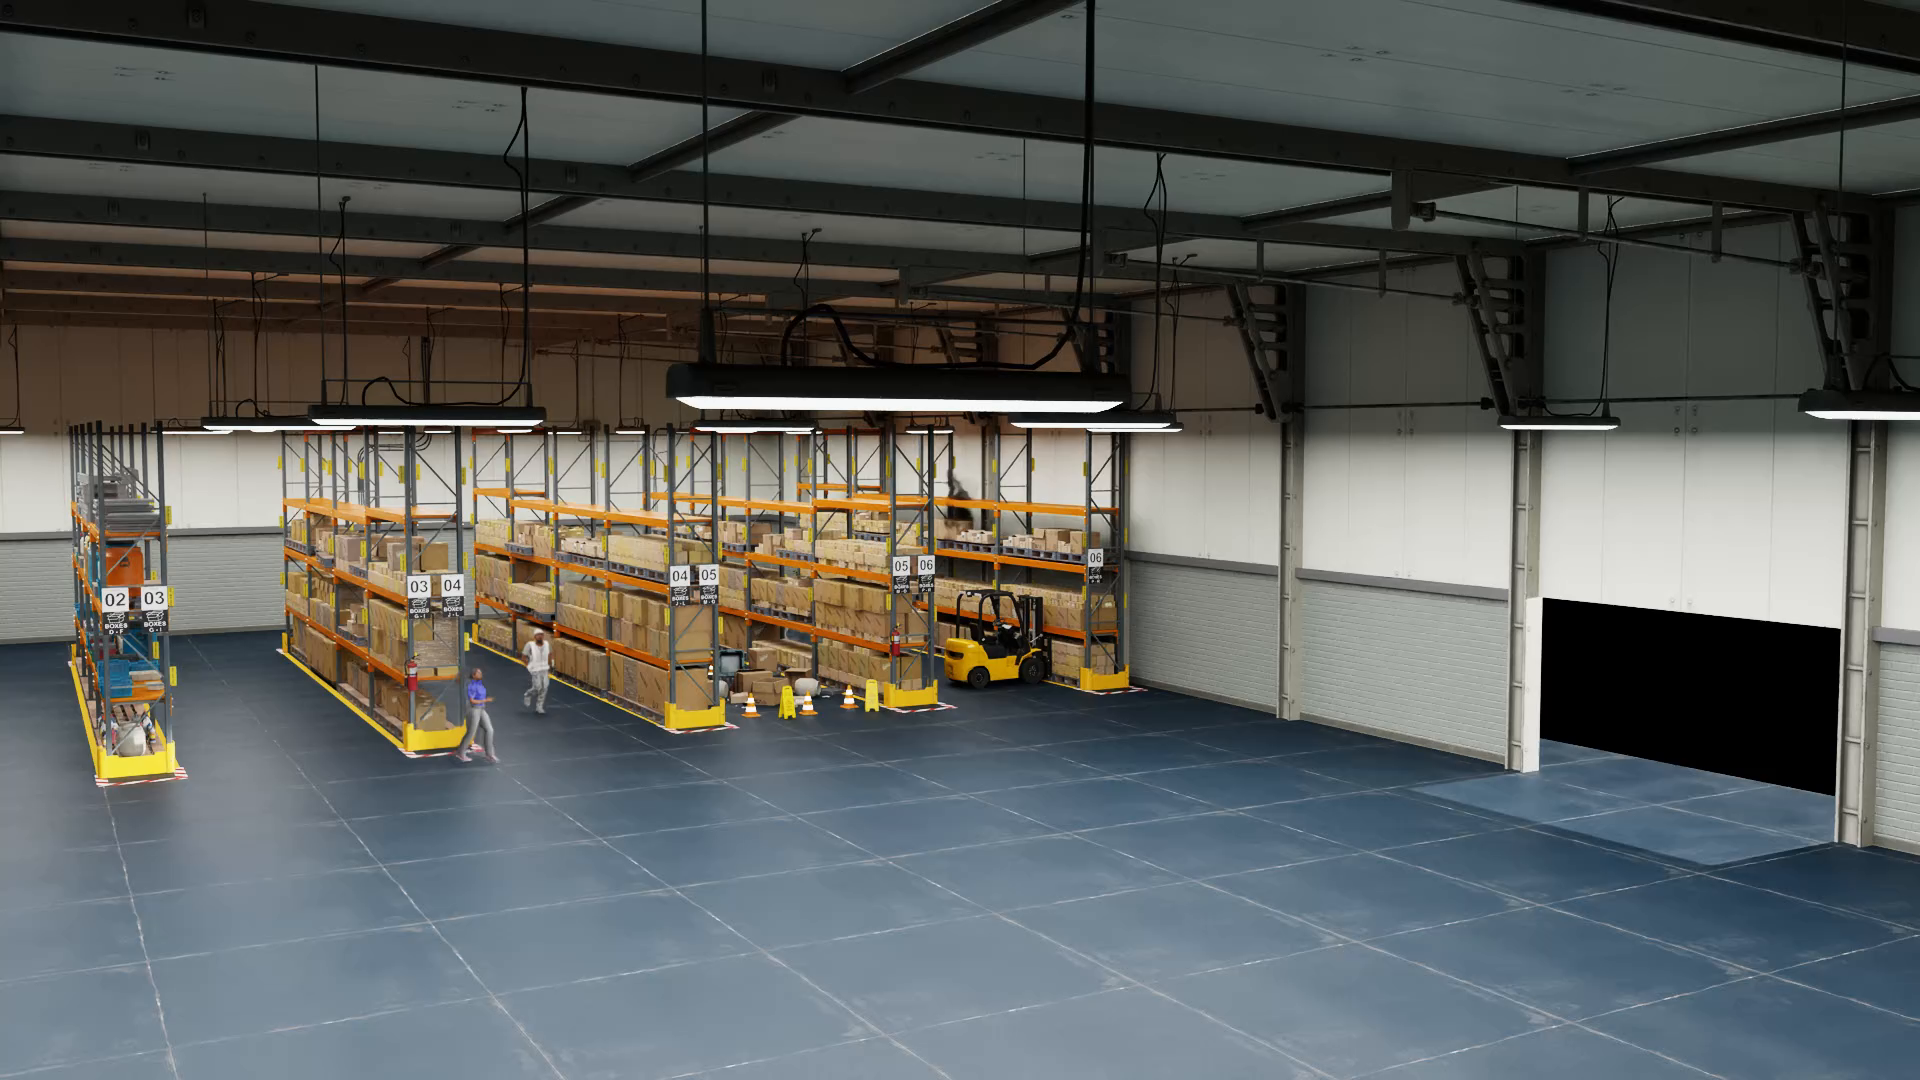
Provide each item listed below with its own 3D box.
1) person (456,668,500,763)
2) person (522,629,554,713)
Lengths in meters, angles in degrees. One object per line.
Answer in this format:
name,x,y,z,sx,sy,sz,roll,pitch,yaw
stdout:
person,-8.490,3.082,29.175,0.749,1.704,0.588,1,4,9
person,-8.775,2.715,34.674,0.673,1.751,0.644,-3,5,-39
